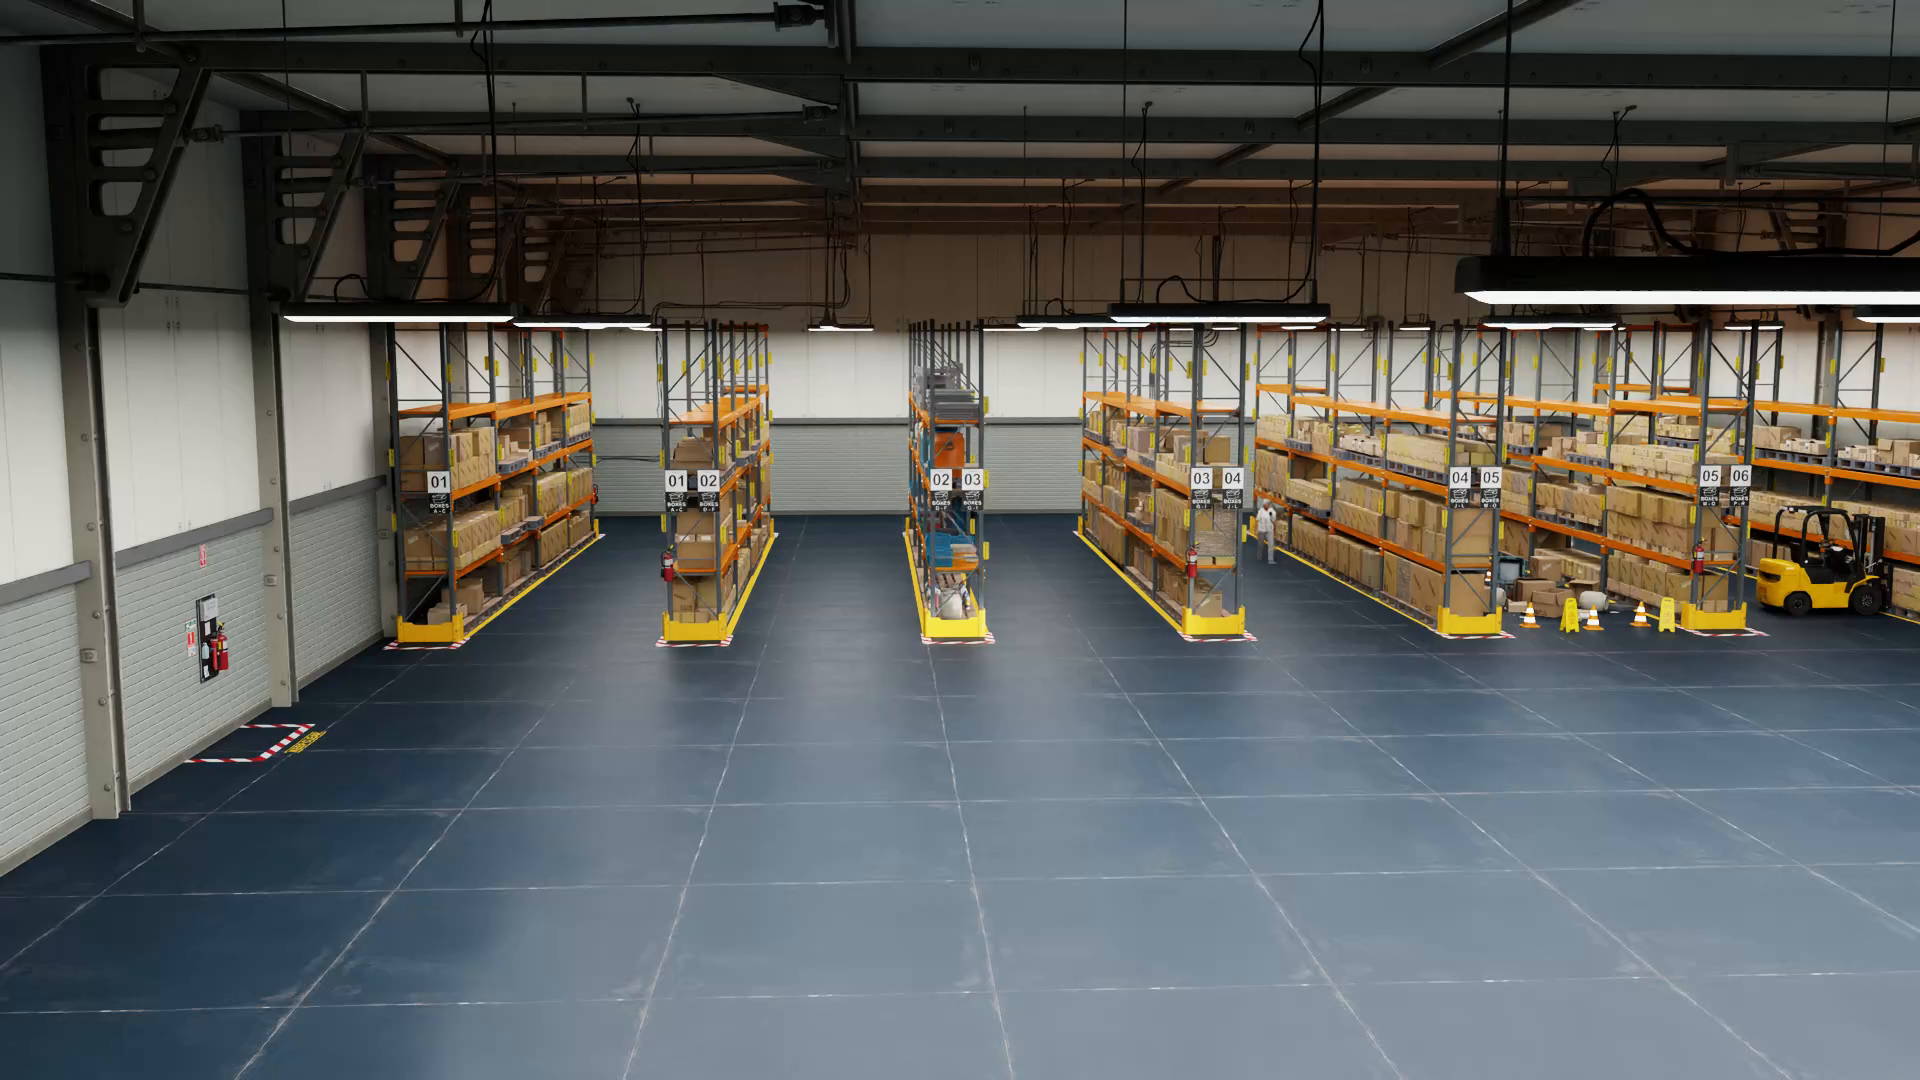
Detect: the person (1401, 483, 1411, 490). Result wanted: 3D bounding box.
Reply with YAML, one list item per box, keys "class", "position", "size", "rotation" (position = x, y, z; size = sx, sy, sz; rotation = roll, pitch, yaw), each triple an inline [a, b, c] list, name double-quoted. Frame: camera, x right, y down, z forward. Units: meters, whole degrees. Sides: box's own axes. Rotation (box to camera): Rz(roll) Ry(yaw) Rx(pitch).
- class: "person"
  position: [12.228, -0.790, 45.727]
  size: [0.472, 1.769, 0.613]
  rotation: [0, 7, -4]

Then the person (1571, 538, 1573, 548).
- class: "person"
  position: [15.722, -0.486, 43.059]
  size: [0.376, 1.800, 0.622]
  rotation: [3, 8, 22]

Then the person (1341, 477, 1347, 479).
- class: "person"
  position: [11.151, -1.033, 48.219]
  size: [0.524, 1.623, 0.569]
  rotation: [2, 7, 15]

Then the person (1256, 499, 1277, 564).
- class: "person"
  position: [7.677, -0.230, 41.688]
  size: [0.556, 1.616, 0.980]
  rotation: [0, 7, -2]
